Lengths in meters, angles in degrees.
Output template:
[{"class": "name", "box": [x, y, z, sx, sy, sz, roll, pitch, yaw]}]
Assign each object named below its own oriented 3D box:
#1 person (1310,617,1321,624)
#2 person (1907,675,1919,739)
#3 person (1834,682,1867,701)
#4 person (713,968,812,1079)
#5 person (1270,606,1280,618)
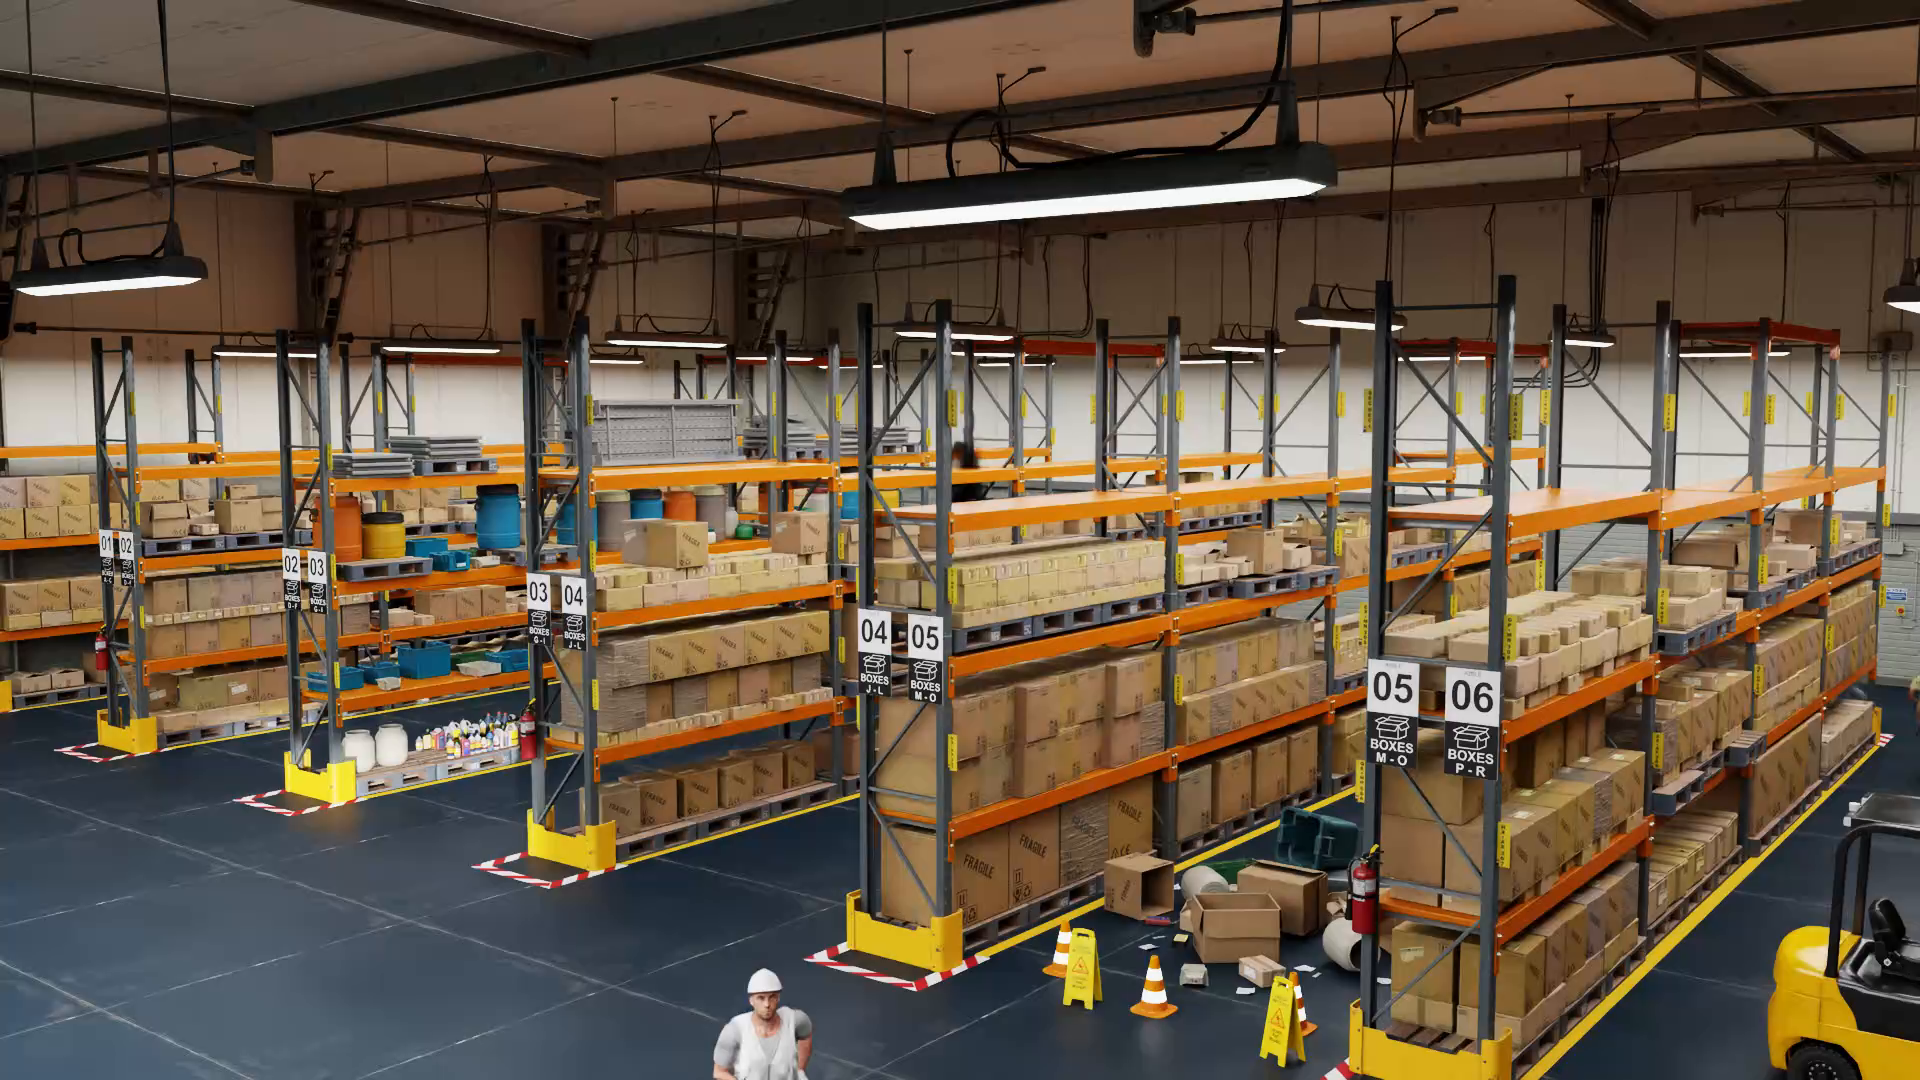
[{"class": "person", "box": [5.619, 2.056, 26.208, 0.894, 1.677, 0.557, -5, 7, -44]}, {"class": "person", "box": [13.272, 2.383, 22.733, 0.581, 1.626, 0.565, 3, 6, 28]}, {"class": "person", "box": [13.917, 2.008, 26.146, 0.705, 1.788, 0.889, -3, 6, -32]}, {"class": "person", "box": [-1.154, 3.428, 9.838, 0.600, 1.846, 0.828, -1, 5, -9]}, {"class": "person", "box": [5.168, 1.868, 27.813, 0.639, 1.738, 0.735, 3, 6, 28]}]
